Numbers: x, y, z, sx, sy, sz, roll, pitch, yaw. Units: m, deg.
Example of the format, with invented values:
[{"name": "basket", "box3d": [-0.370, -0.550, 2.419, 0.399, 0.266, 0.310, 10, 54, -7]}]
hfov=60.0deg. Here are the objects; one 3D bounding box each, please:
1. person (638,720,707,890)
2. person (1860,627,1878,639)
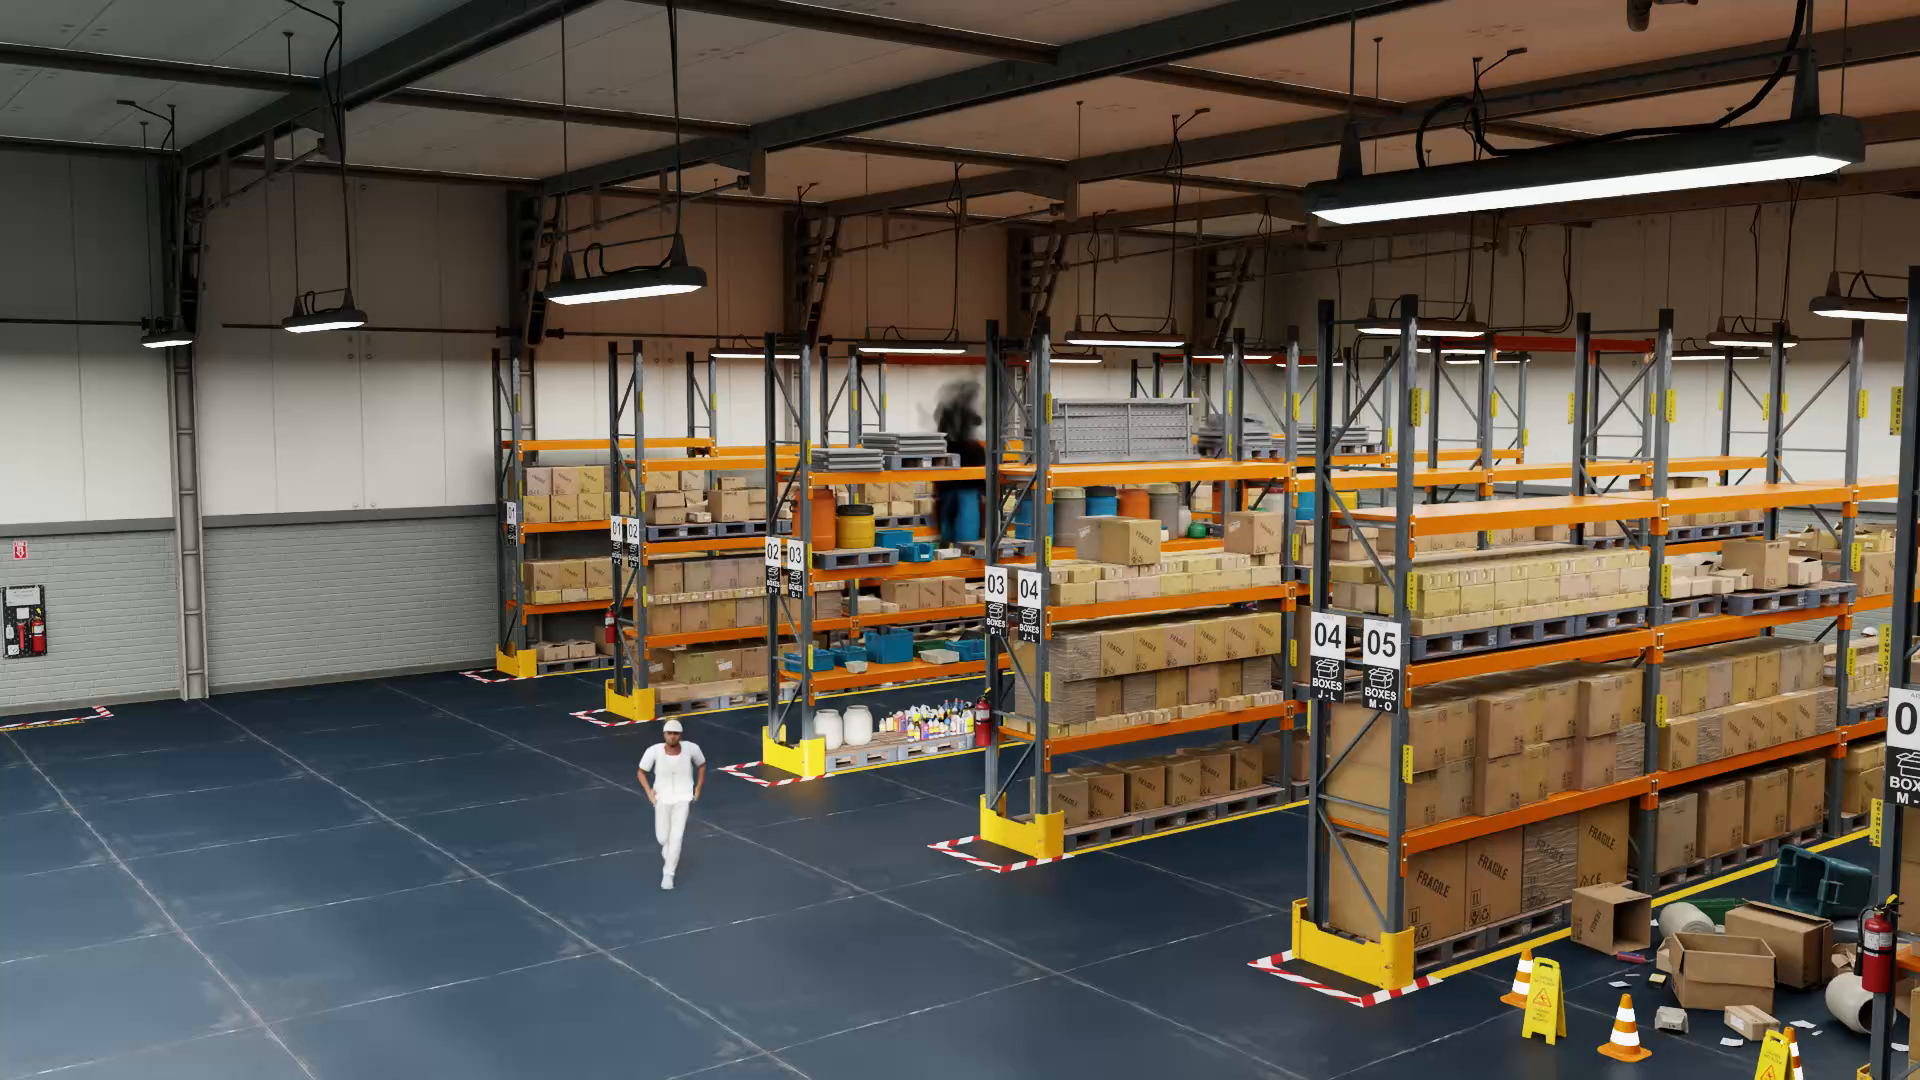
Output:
[{"name": "person", "box3d": [-3.057, 2.759, 17.698, 0.727, 1.744, 0.839, -1, 5, -9]}, {"name": "person", "box3d": [13.456, 2.156, 24.451, 0.669, 1.767, 0.688, -3, 6, -30]}]
